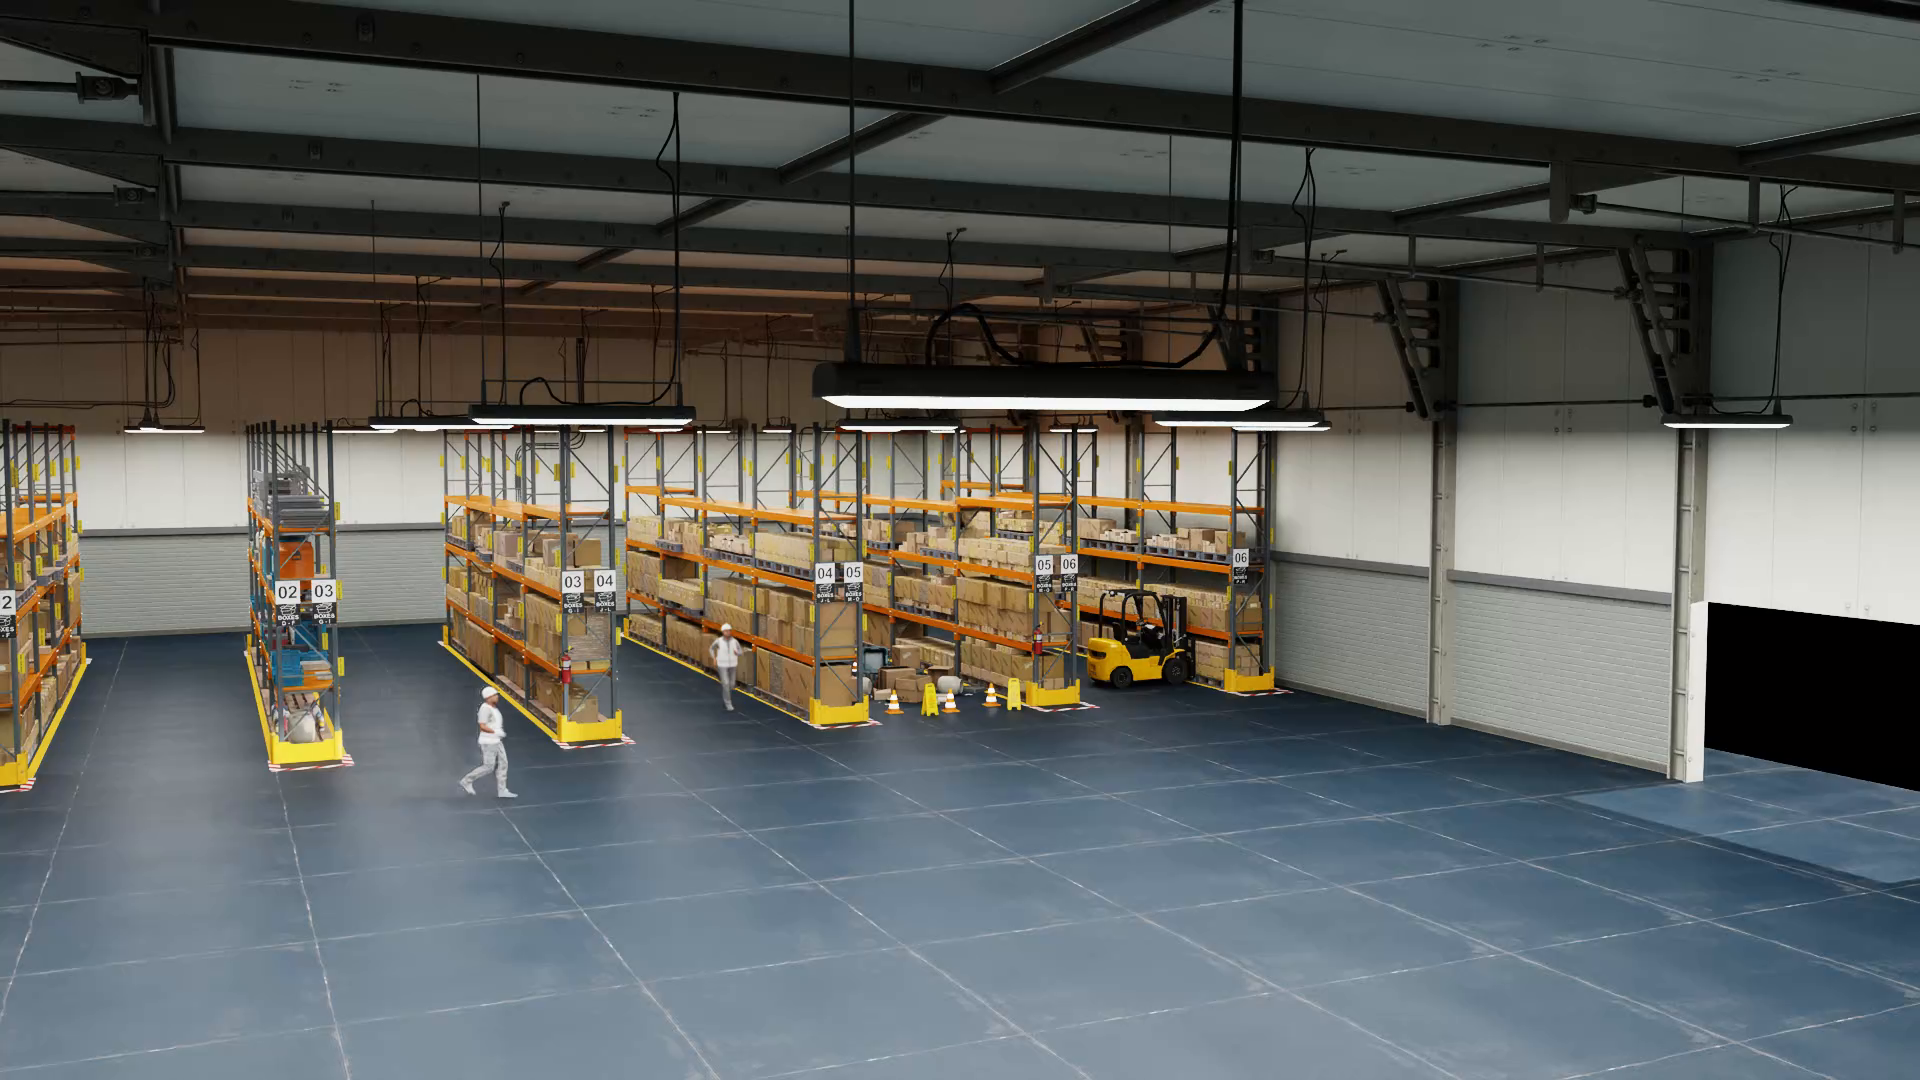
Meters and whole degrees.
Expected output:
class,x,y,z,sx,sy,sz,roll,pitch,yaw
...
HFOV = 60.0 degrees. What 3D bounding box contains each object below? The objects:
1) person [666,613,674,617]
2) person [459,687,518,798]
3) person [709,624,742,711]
class,x,y,z,sx,sy,sz,roll,pitch,yaw
person,-8.779,1.884,49.295,0.509,1.518,0.573,1,4,18
person,-7.442,3.200,26.214,0.885,1.777,0.667,0,4,-1
person,-4.884,2.635,34.851,0.655,1.758,0.970,-2,4,-27
